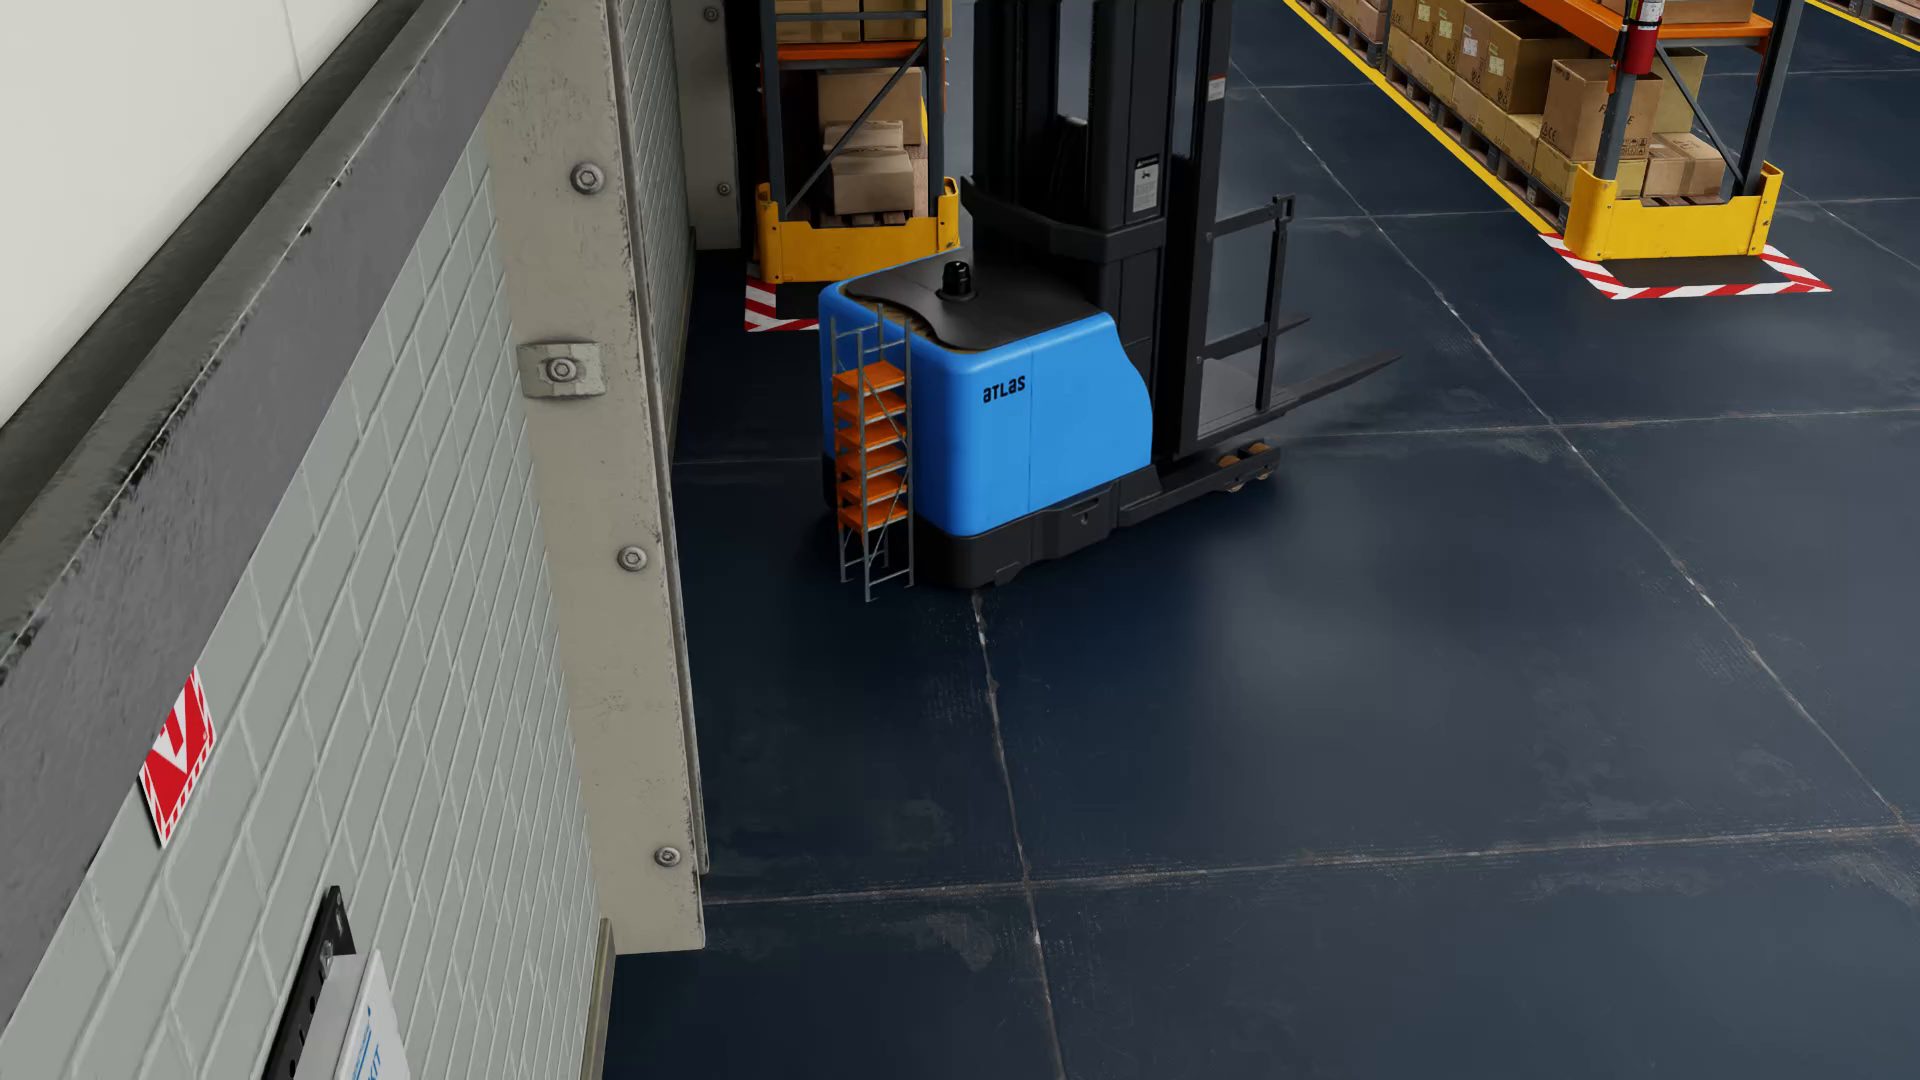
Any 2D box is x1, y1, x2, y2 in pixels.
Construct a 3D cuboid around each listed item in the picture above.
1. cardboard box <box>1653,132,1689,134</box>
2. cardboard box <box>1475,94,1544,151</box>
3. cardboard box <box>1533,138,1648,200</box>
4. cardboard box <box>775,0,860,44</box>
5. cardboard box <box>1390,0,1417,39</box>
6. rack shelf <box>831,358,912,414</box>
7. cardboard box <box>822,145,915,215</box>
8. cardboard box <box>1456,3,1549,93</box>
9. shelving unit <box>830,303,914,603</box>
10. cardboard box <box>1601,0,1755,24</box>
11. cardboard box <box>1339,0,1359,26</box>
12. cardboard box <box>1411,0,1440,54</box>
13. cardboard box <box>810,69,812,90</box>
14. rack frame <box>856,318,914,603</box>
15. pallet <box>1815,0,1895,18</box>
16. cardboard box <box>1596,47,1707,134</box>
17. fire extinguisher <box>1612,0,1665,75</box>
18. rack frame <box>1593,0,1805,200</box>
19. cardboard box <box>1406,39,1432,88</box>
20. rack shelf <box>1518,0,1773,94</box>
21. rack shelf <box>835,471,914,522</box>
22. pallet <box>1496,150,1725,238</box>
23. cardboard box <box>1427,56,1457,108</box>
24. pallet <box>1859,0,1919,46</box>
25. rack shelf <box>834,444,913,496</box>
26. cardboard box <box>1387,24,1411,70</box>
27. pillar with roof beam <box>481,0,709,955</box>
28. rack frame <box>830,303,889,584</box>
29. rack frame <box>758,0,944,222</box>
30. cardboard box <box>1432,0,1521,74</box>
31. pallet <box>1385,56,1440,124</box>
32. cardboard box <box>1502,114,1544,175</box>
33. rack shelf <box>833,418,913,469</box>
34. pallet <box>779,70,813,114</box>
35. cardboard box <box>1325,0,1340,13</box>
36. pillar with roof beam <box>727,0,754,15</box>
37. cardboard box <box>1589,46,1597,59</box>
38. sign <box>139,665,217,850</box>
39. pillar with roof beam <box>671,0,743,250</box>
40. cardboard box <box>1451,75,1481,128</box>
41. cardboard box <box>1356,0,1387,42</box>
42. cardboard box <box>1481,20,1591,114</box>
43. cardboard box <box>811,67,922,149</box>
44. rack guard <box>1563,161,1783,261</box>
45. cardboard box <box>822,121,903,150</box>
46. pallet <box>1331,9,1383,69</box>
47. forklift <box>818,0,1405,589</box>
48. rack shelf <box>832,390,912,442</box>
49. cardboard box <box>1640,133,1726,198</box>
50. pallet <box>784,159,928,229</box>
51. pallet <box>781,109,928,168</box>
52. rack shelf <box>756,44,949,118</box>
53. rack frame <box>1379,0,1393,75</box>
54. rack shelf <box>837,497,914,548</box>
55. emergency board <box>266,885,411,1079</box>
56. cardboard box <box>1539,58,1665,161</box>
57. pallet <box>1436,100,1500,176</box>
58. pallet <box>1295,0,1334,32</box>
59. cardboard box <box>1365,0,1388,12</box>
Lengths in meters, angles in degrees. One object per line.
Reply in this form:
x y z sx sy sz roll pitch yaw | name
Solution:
4.457 -2.646 11.026 0.500 0.250 0.500 -3 31 -5 | cardboard box
3.885 -2.876 11.411 0.500 0.250 0.500 -3 31 -5 | cardboard box
3.992 -2.366 10.558 0.500 0.250 0.500 -3 31 -5 | cardboard box
-0.832 -3.041 9.542 0.500 0.250 0.500 -2 31 -4 | cardboard box
3.694 -4.219 12.928 0.500 0.500 0.500 -3 31 -5 | cardboard box
-0.344 -0.600 6.469 0.258 0.103 0.180 -21 37 -31 | rack shelf
-0.571 -2.259 10.300 0.500 0.311 0.500 -6 31 -10 | cardboard box
3.836 -3.453 11.646 0.500 0.500 0.500 -3 31 -5 | cardboard box
-0.344 -0.330 6.632 0.258 1.200 0.189 -21 37 -31 | shelving unit
4.305 -3.388 9.900 0.700 0.500 0.500 -3 31 -5 | cardboard box
3.590 -4.605 14.306 0.500 0.250 0.500 -3 31 -5 | cardboard box
3.749 -3.964 12.501 0.500 0.500 0.500 -3 31 -5 | cardboard box
-0.832 -3.497 12.188 0.500 0.500 0.500 -5 31 -8 | cardboard box
-0.290 -0.292 6.569 0.240 1.200 0.006 -21 37 -31 | rack frame
8.665 -5.210 15.767 1.003 0.211 1.213 -3 31 -5 | pallet
4.459 -2.968 10.834 0.500 0.500 0.500 -3 31 -5 | cardboard box
3.885 -2.991 9.407 0.296 0.674 0.183 -3 31 -5 | fire extinguisher
4.336 -3.106 9.526 1.000 3.000 0.127 -3 31 -5 | rack frame
3.746 -3.642 12.694 0.500 0.250 0.500 -3 31 -5 | cardboard box
4.149 -3.819 11.420 1.077 0.370 4.000 -3 31 -5 | rack shelf
-0.345 -0.189 6.716 0.258 0.103 0.180 -21 37 -31 | rack shelf
4.223 -2.298 10.891 1.003 0.211 1.213 -3 31 -5 | pallet
3.787 -3.386 12.266 0.500 0.250 0.500 -3 31 -5 | cardboard box
8.782 -4.586 14.722 1.003 0.211 1.213 -3 31 -5 | pallet
-0.345 -0.292 6.654 0.258 0.103 0.180 -21 37 -31 | rack shelf
3.704 -3.897 13.121 0.500 0.250 0.500 -3 31 -5 | cardboard box
3.325 -2.902 3.332 9.100 9.000 0.400 -3 31 -5 | pillar with roof beam
-0.399 -0.368 6.694 0.240 1.200 0.006 -21 37 -31 | rack frame
-0.595 -2.867 9.125 1.000 3.000 0.127 -3 31 -5 | rack frame
3.788 -3.708 12.073 0.500 0.500 0.500 -3 31 -5 | cardboard box
3.995 -3.544 12.977 1.003 0.211 1.213 -3 31 -5 | pallet
3.933 -2.621 10.984 0.500 0.250 0.500 -3 31 -5 | cardboard box
-0.344 -0.395 6.593 0.258 0.103 0.180 -21 37 -31 | rack shelf
-0.871 -3.371 12.688 1.003 0.211 1.213 -3 31 -5 | pallet
3.541 -4.866 14.743 0.500 0.250 0.500 -2 31 -3 | cardboard box
2.203 -9.028 13.589 9.100 9.000 0.400 -3 31 -5 | pillar with roof beam
4.399 -3.223 11.261 0.500 0.500 0.500 -3 31 -5 | cardboard box
-0.867 0.157 1.801 0.001 0.298 0.199 -3 31 -5 | sign
2.764 -5.965 8.461 9.100 9.000 0.400 -3 31 -5 | pillar with roof beam
3.840 -3.131 11.839 0.500 0.250 0.500 -3 31 -5 | cardboard box
3.635 -4.346 13.873 0.500 0.250 0.500 -3 31 -5 | cardboard box
3.882 -3.198 11.219 0.500 0.500 0.500 -3 31 -5 | cardboard box
-0.643 -3.008 11.370 0.700 0.500 0.500 -5 31 -8 | cardboard box
4.338 -2.021 10.146 1.175 0.500 0.348 -3 31 -5 | rack guard
-0.624 -2.550 10.788 0.500 0.311 0.500 0 31 0 | cardboard box
3.855 -4.326 14.286 1.003 0.211 1.213 -3 31 -5 | pallet
0.861 -1.668 7.184 3.031 2.935 1.130 -22 37 -32 | forklift
-0.344 -0.498 6.531 0.258 0.103 0.180 -21 37 -31 | rack shelf
4.508 -2.391 10.599 0.500 0.250 0.500 -3 31 -5 | cardboard box
-0.643 -2.125 10.602 1.003 0.211 1.213 -3 31 -5 | pallet
-0.754 -2.747 11.643 1.003 0.211 1.213 -3 31 -5 | pallet
-0.782 -3.579 11.019 1.077 0.370 4.000 -3 31 -5 | rack shelf
3.962 -5.149 12.945 1.000 3.000 0.127 -3 31 -5 | rack frame
-0.345 -0.086 6.778 0.258 0.103 0.180 -21 37 -31 | rack shelf
-0.769 1.144 2.410 0.194 1.169 0.643 -3 31 -5 | emergency board
3.990 -2.688 10.365 0.500 0.500 0.500 -3 31 -5 | cardboard box
4.112 -2.919 11.931 1.003 0.211 1.213 -3 31 -5 | pallet
3.738 -4.950 15.331 1.003 0.211 1.213 -3 31 -5 | pallet
3.639 -4.582 13.721 0.500 0.311 0.500 -3 31 -5 | cardboard box
